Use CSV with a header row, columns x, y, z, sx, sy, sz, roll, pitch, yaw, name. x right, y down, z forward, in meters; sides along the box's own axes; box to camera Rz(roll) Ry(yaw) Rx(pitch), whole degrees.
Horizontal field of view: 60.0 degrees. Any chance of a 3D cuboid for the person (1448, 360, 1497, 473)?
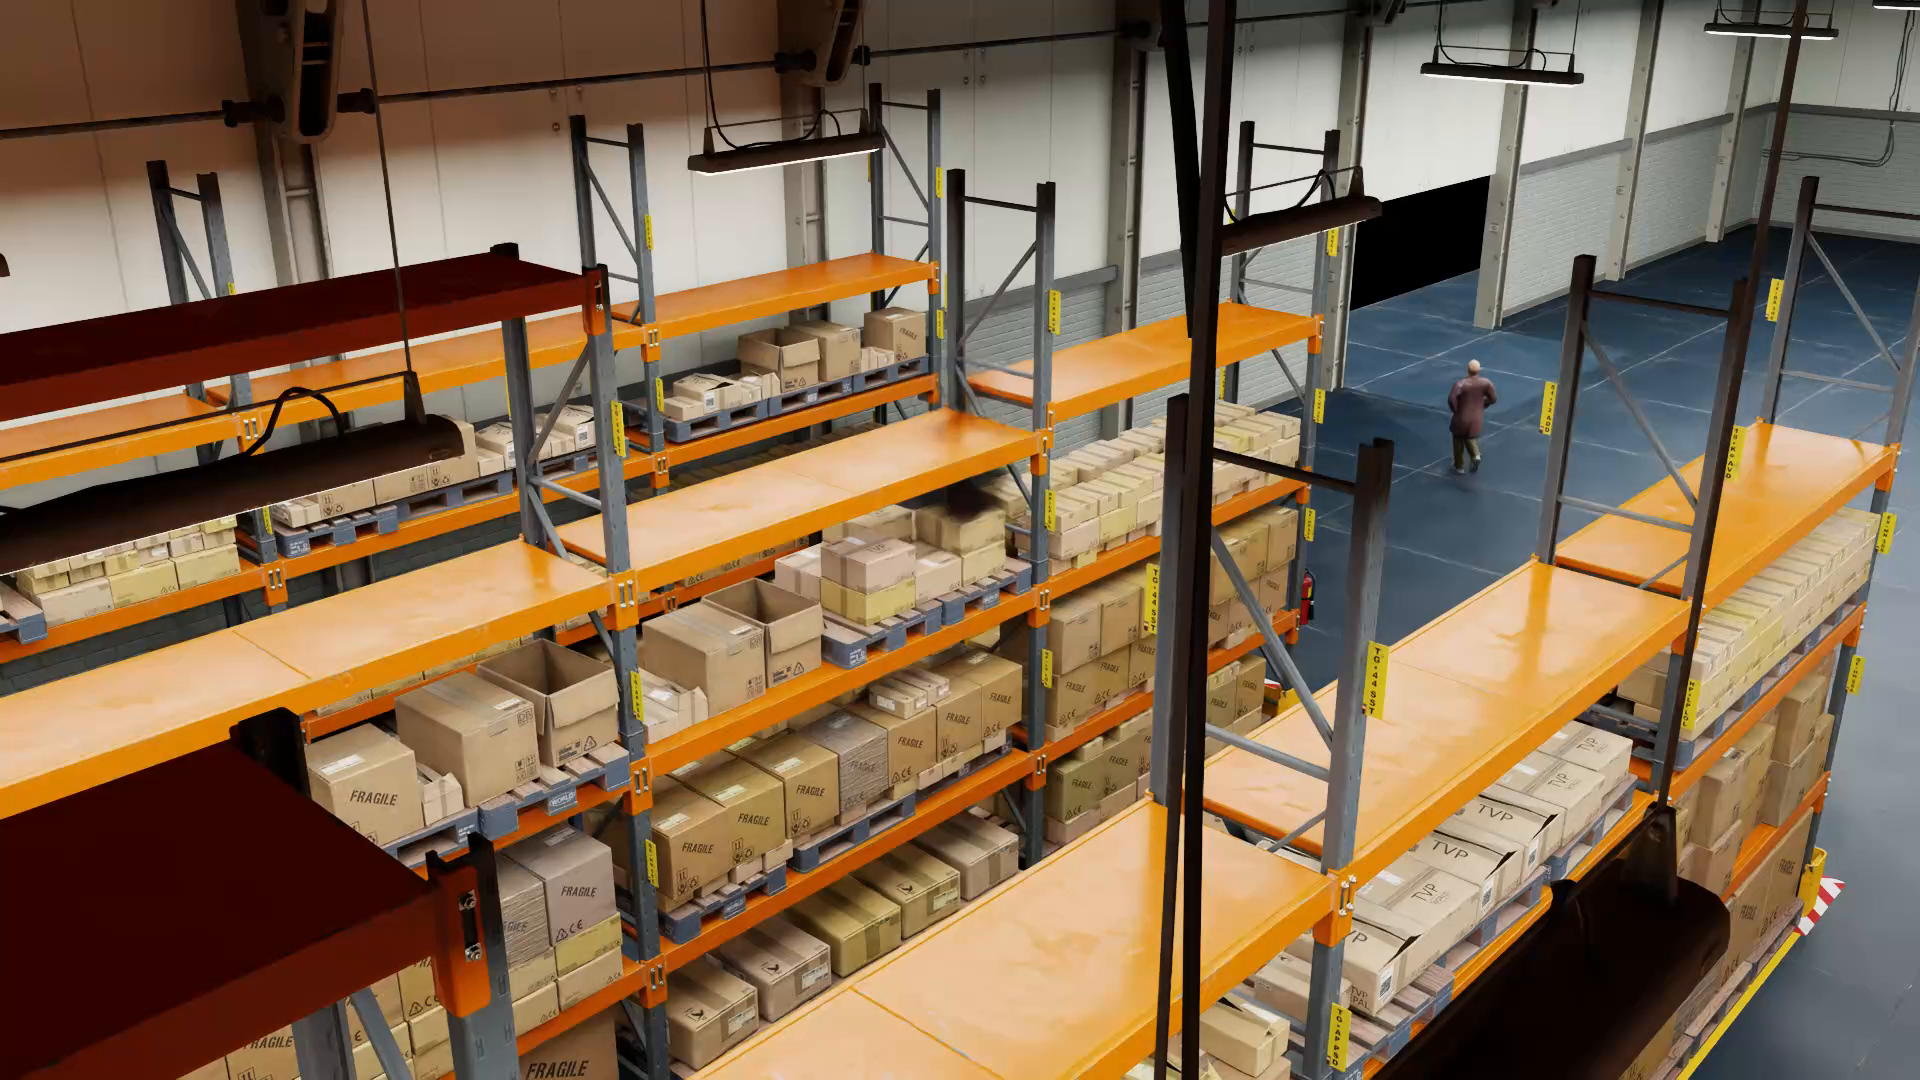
x,y,z,sx,sy,sz,roll,pitch,yaw,name
7.378,-1.763,24.136,0.726,1.745,0.865,-1,21,-1,person
